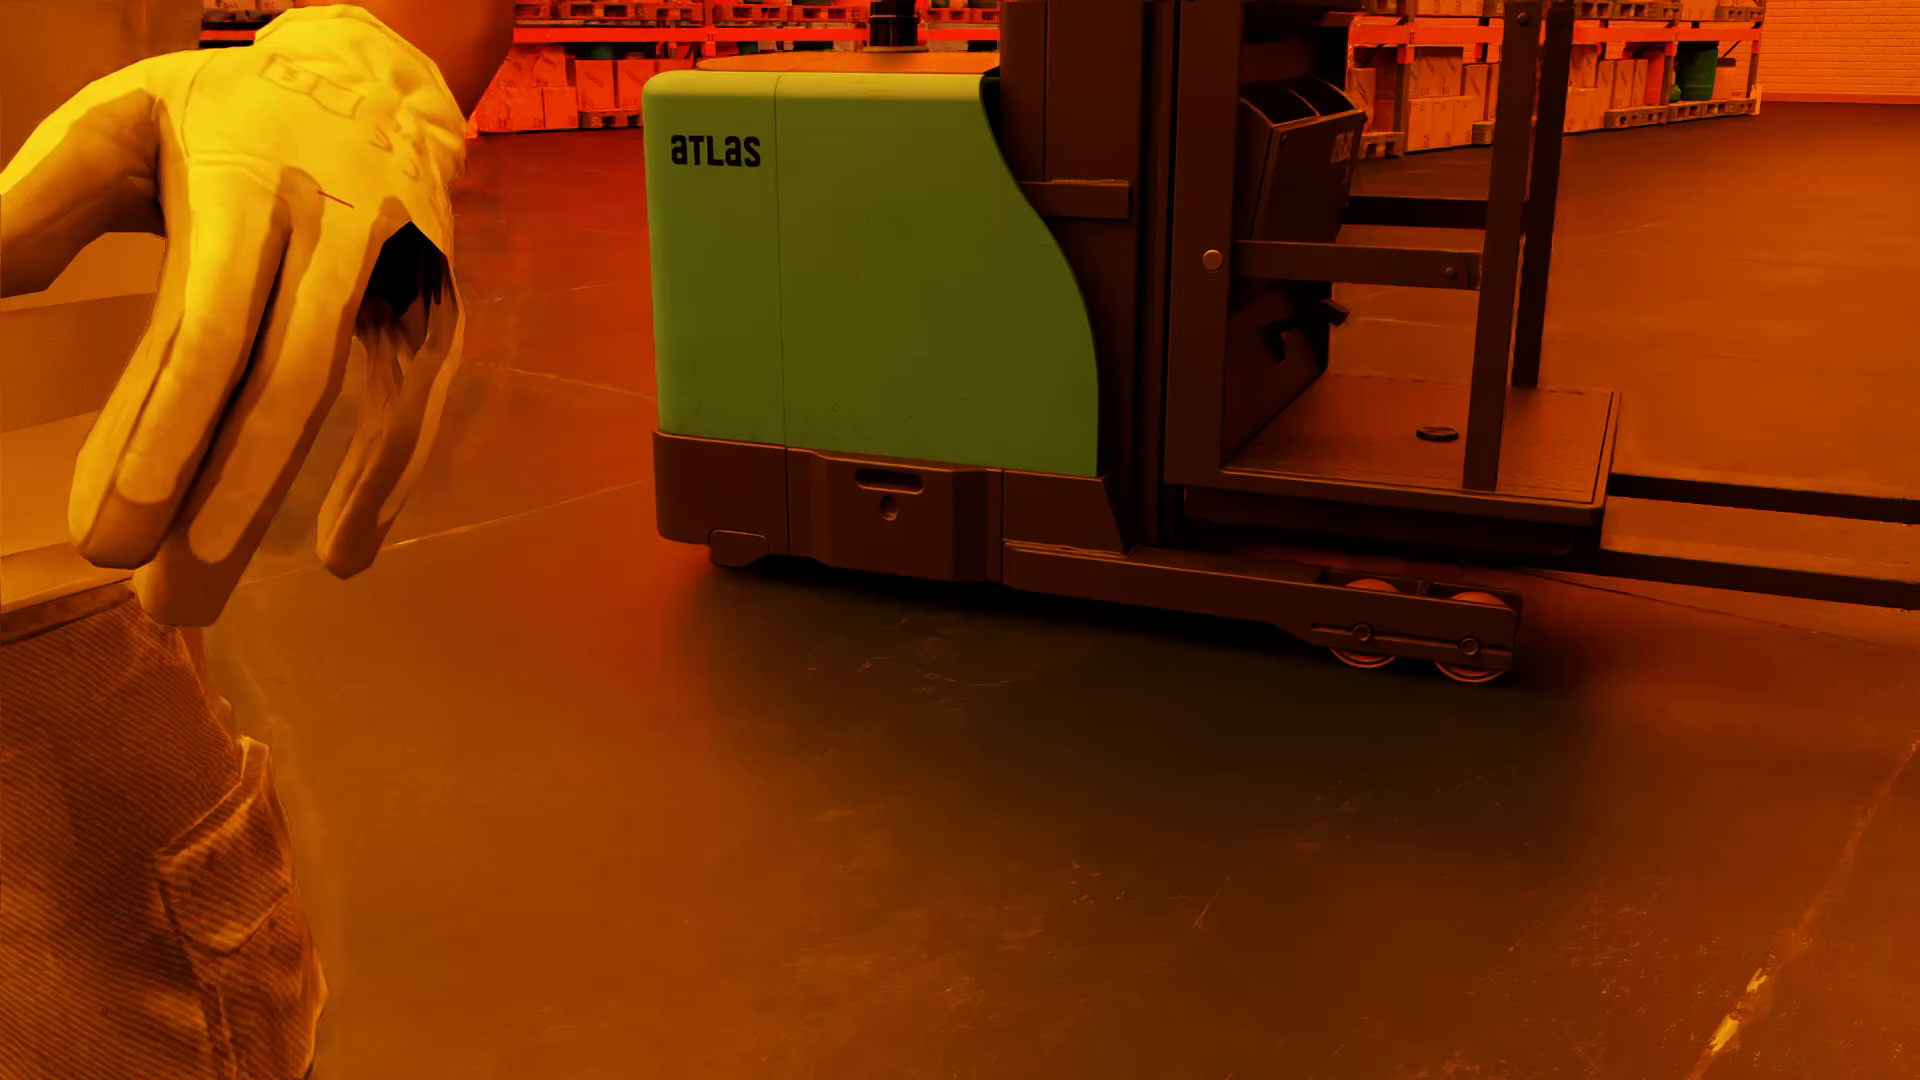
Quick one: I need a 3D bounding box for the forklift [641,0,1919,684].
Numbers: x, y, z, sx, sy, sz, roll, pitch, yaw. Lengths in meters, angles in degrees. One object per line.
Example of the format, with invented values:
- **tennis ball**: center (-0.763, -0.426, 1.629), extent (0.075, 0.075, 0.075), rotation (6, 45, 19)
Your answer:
- **forklift**: center (0.883, -1.313, 3.221), extent (3.031, 2.935, 1.130), rotation (7, 18, 21)
